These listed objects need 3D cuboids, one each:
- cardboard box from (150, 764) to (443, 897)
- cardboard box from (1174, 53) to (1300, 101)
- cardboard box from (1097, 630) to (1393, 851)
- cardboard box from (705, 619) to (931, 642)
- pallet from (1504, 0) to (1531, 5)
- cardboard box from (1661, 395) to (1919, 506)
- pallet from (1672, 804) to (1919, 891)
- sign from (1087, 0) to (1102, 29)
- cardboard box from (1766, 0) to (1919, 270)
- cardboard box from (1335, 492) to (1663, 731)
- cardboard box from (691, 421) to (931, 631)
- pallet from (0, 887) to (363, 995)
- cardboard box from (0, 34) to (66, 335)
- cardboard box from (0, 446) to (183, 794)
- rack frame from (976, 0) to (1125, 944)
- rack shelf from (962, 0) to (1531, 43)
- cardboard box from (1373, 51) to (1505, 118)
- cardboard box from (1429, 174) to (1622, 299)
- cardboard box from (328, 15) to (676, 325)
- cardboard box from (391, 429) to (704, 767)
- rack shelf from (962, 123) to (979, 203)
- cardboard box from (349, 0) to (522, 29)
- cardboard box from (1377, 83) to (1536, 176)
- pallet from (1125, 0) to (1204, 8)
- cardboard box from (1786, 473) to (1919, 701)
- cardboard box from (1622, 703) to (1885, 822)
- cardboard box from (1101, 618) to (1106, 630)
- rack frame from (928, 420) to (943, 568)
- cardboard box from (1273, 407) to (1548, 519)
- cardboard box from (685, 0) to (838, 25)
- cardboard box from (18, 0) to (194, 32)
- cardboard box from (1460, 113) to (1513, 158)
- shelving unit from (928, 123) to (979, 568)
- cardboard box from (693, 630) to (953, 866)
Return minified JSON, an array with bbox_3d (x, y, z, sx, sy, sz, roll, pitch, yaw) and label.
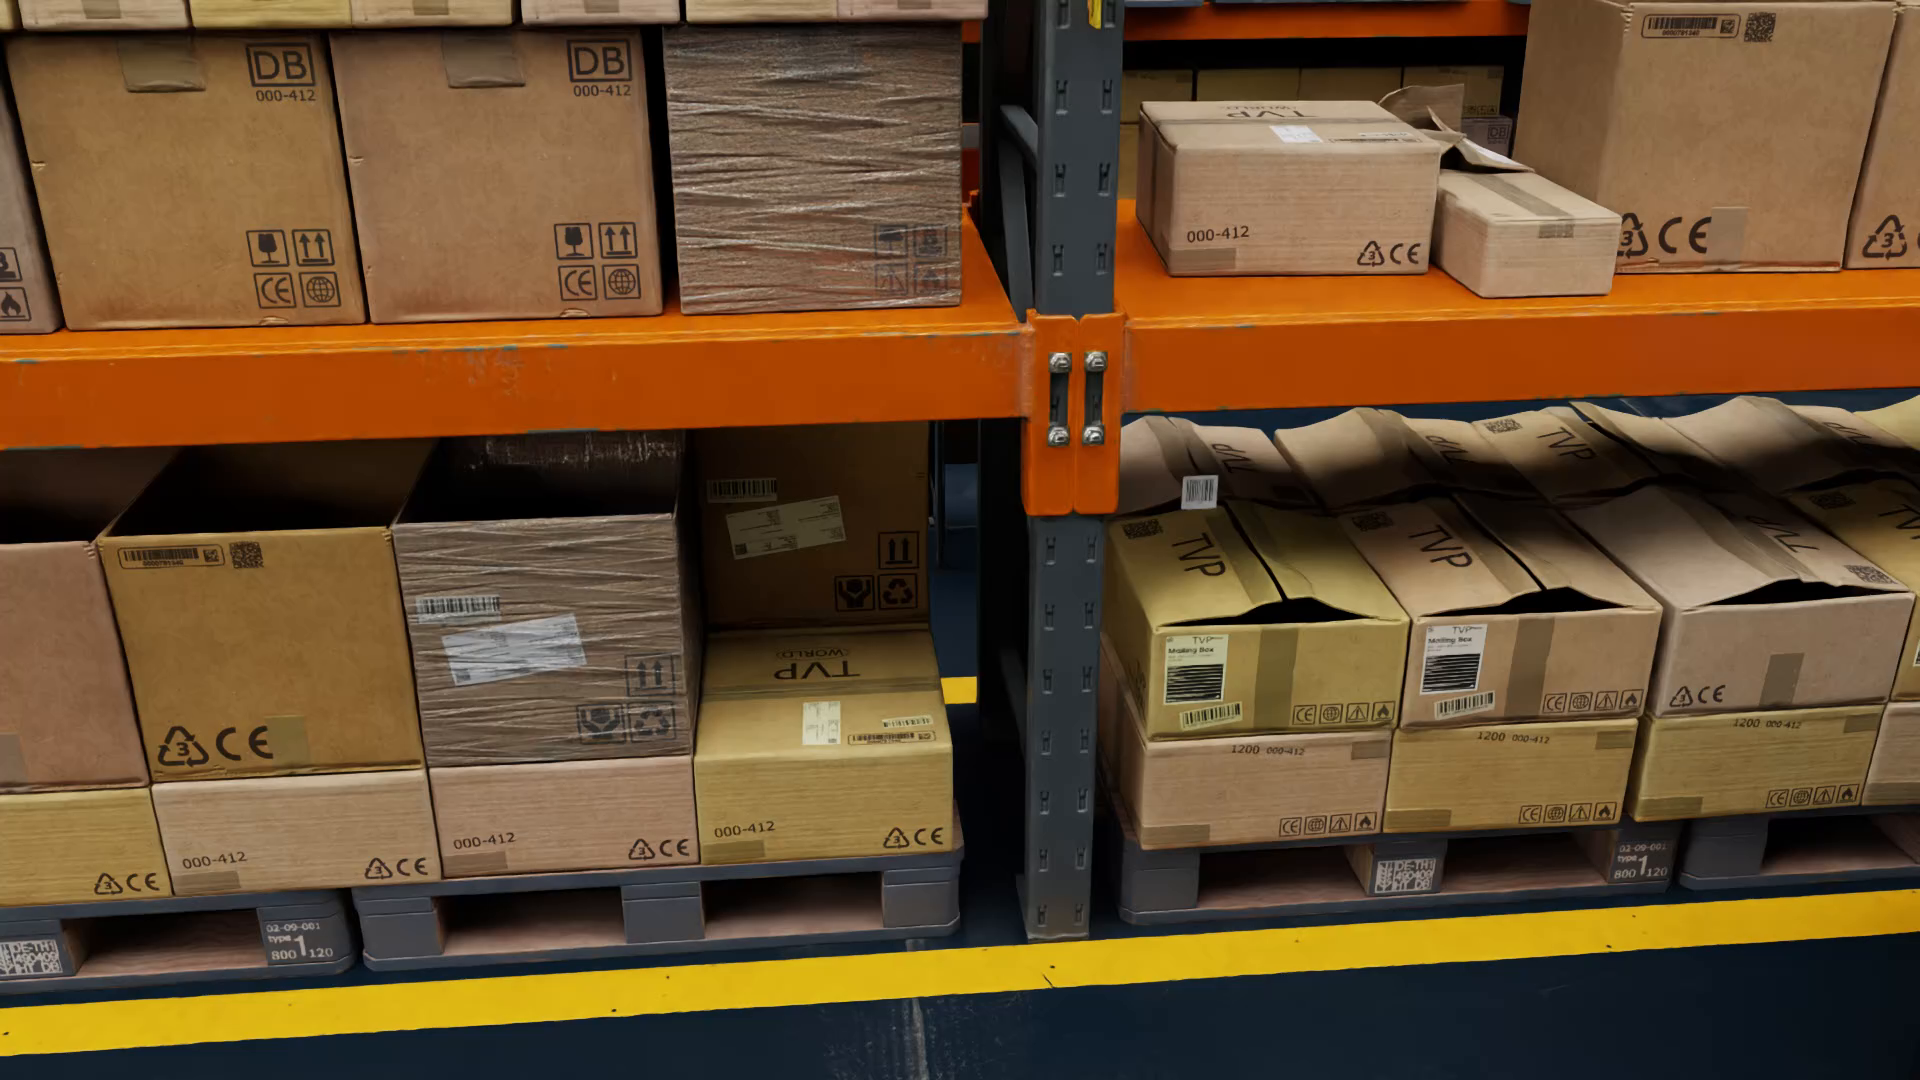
[{"bbox_3d":[-1.281,0.463,3.383,0.500,0.250,0.500,-2,24,-5],"label":"cardboard box"},{"bbox_3d":[1.349,-2.231,8.189,0.500,0.250,0.500,-3,24,-7],"label":"cardboard box"},{"bbox_3d":[0.580,0.399,3.529,0.500,0.250,0.500,-3,24,-6],"label":"cardboard box"},{"bbox_3d":[-0.337,0.210,3.952,0.500,0.250,0.500,-2,24,-5],"label":"cardboard box"},{"bbox_3d":[2.945,-2.753,7.986,1.003,0.211,1.213,-2,24,-5],"label":"pallet"},{"bbox_3d":[2.043,-0.135,4.038,0.500,0.311,0.500,-3,24,-6],"label":"cardboard box"},{"bbox_3d":[2.100,0.429,4.025,1.213,0.211,1.003,-2,24,-5],"label":"pallet"},{"bbox_3d":[0.210,-0.958,2.548,0.005,0.325,0.100,-2,24,-5],"label":"sign"},{"bbox_3d":[1.942,-0.861,3.371,0.500,0.500,0.500,-2,24,-5],"label":"cardboard box"},{"bbox_3d":[1.088,0.125,3.455,0.500,0.311,0.500,-3,24,-6],"label":"cardboard box"},{"bbox_3d":[-0.338,-0.136,3.808,0.500,0.500,0.500,-2,24,-5],"label":"cardboard box"},{"bbox_3d":[-1.859,0.589,3.665,1.213,0.211,1.003,-2,24,-5],"label":"pallet"},{"bbox_3d":[-1.821,-0.712,3.037,0.500,0.500,0.700,-2,24,-4],"label":"cardboard box"},{"bbox_3d":[-1.778,0.141,3.184,0.500,0.500,0.500,-2,24,-5],"label":"cardboard box"},{"bbox_3d":[0.154,-0.750,3.245,0.127,3.000,1.000,-2,24,-5],"label":"rack frame"},{"bbox_3d":[1.654,-2.503,8.075,4.000,0.370,1.077,-2,24,-5],"label":"rack shelf"},{"bbox_3d":[2.359,-2.266,8.268,0.500,0.250,0.500,-2,24,-4],"label":"cardboard box"},{"bbox_3d":[1.056,-0.588,3.189,0.250,0.149,0.380,-2,24,-5],"label":"cardboard box"},{"bbox_3d":[-0.811,-0.752,3.125,0.500,0.500,0.700,-3,24,-6],"label":"cardboard box"},{"bbox_3d":[-0.785,0.094,3.291,0.500,0.500,0.500,-2,24,-5],"label":"cardboard box"},{"bbox_3d":[0.165,-0.954,4.844,0.480,0.518,0.431,-2,24,-5],"label":"rack shelf"},{"bbox_3d":[-0.864,-0.963,2.803,0.250,0.149,0.380,-2,24,-5],"label":"cardboard box"},{"bbox_3d":[1.011,-0.798,3.518,0.258,0.266,0.396,-3,24,-6],"label":"cardboard box"},{"bbox_3d":[0.438,-2.636,7.724,1.213,0.211,1.003,-2,24,-5],"label":"pallet"},{"bbox_3d":[2.119,0.081,3.554,0.500,0.311,0.500,-2,24,-4],"label":"cardboard box"},{"bbox_3d":[1.604,0.357,3.622,0.500,0.250,0.500,-3,24,-7],"label":"cardboard box"},{"bbox_3d":[0.538,0.181,4.019,0.500,0.250,0.500,-3,24,-6],"label":"cardboard box"},{"bbox_3d":[-0.078,-0.956,4.816,0.015,2.100,0.400,-2,24,-5],"label":"rack frame"},{"bbox_3d":[1.046,-0.097,3.953,0.500,0.311,0.500,-2,24,-4],"label":"cardboard box"},{"bbox_3d":[-0.342,-0.986,2.853,0.250,0.149,0.380,-3,24,-6],"label":"cardboard box"},{"bbox_3d":[-1.359,-0.945,2.761,0.250,0.149,0.380,-2,24,-4],"label":"cardboard box"},{"bbox_3d":[2.408,-1.947,8.474,0.500,0.500,0.700,-2,24,-5],"label":"cardboard box"},{"bbox_3d":[0.165,-0.966,4.838,0.503,2.100,0.431,-2,24,-5],"label":"shelving unit"},{"bbox_3d":[-0.286,0.421,3.477,0.500,0.250,0.500,-2,24,-5],"label":"cardboard box"}]
